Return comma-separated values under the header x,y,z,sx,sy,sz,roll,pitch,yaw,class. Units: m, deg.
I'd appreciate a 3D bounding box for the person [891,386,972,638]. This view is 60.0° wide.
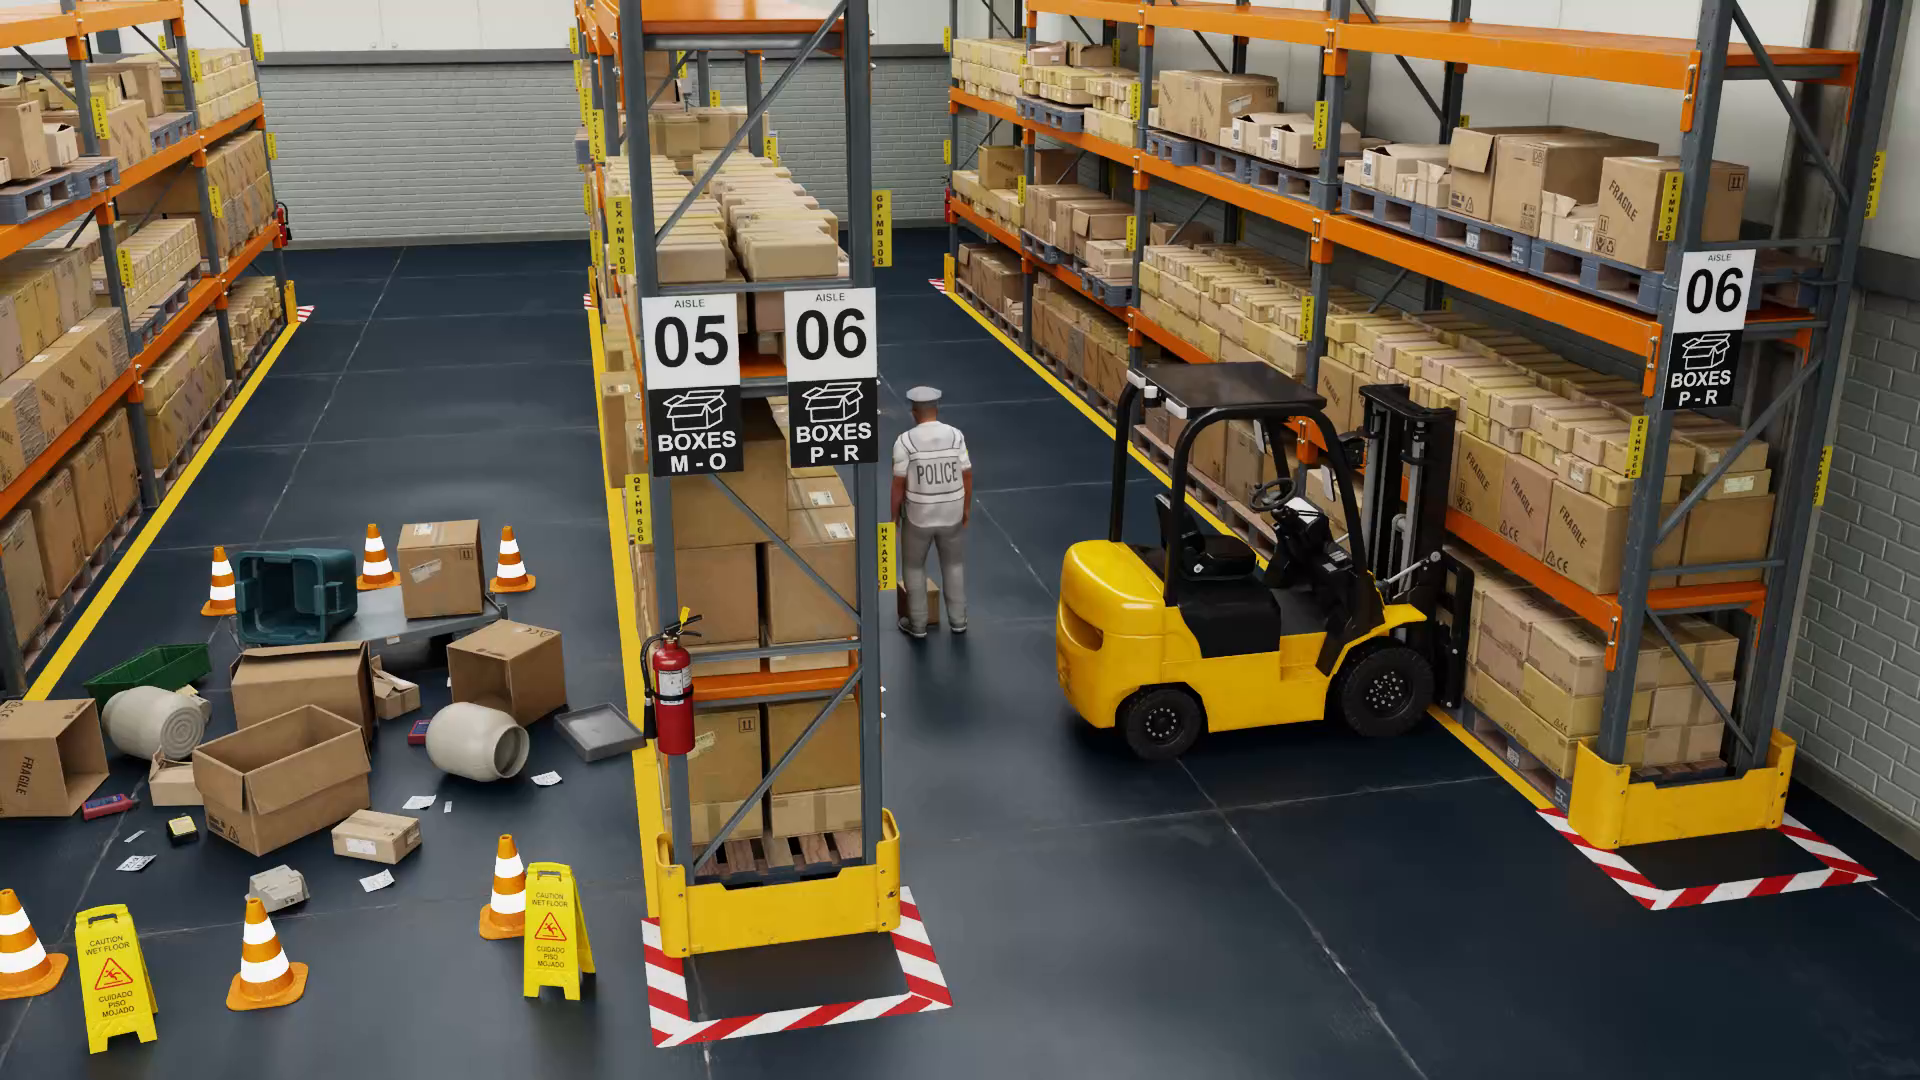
x,y,z,sx,sy,sz,roll,pitch,yaw,class
-0.197,-0.175,11.553,0.587,1.748,0.436,-6,20,-16,person
